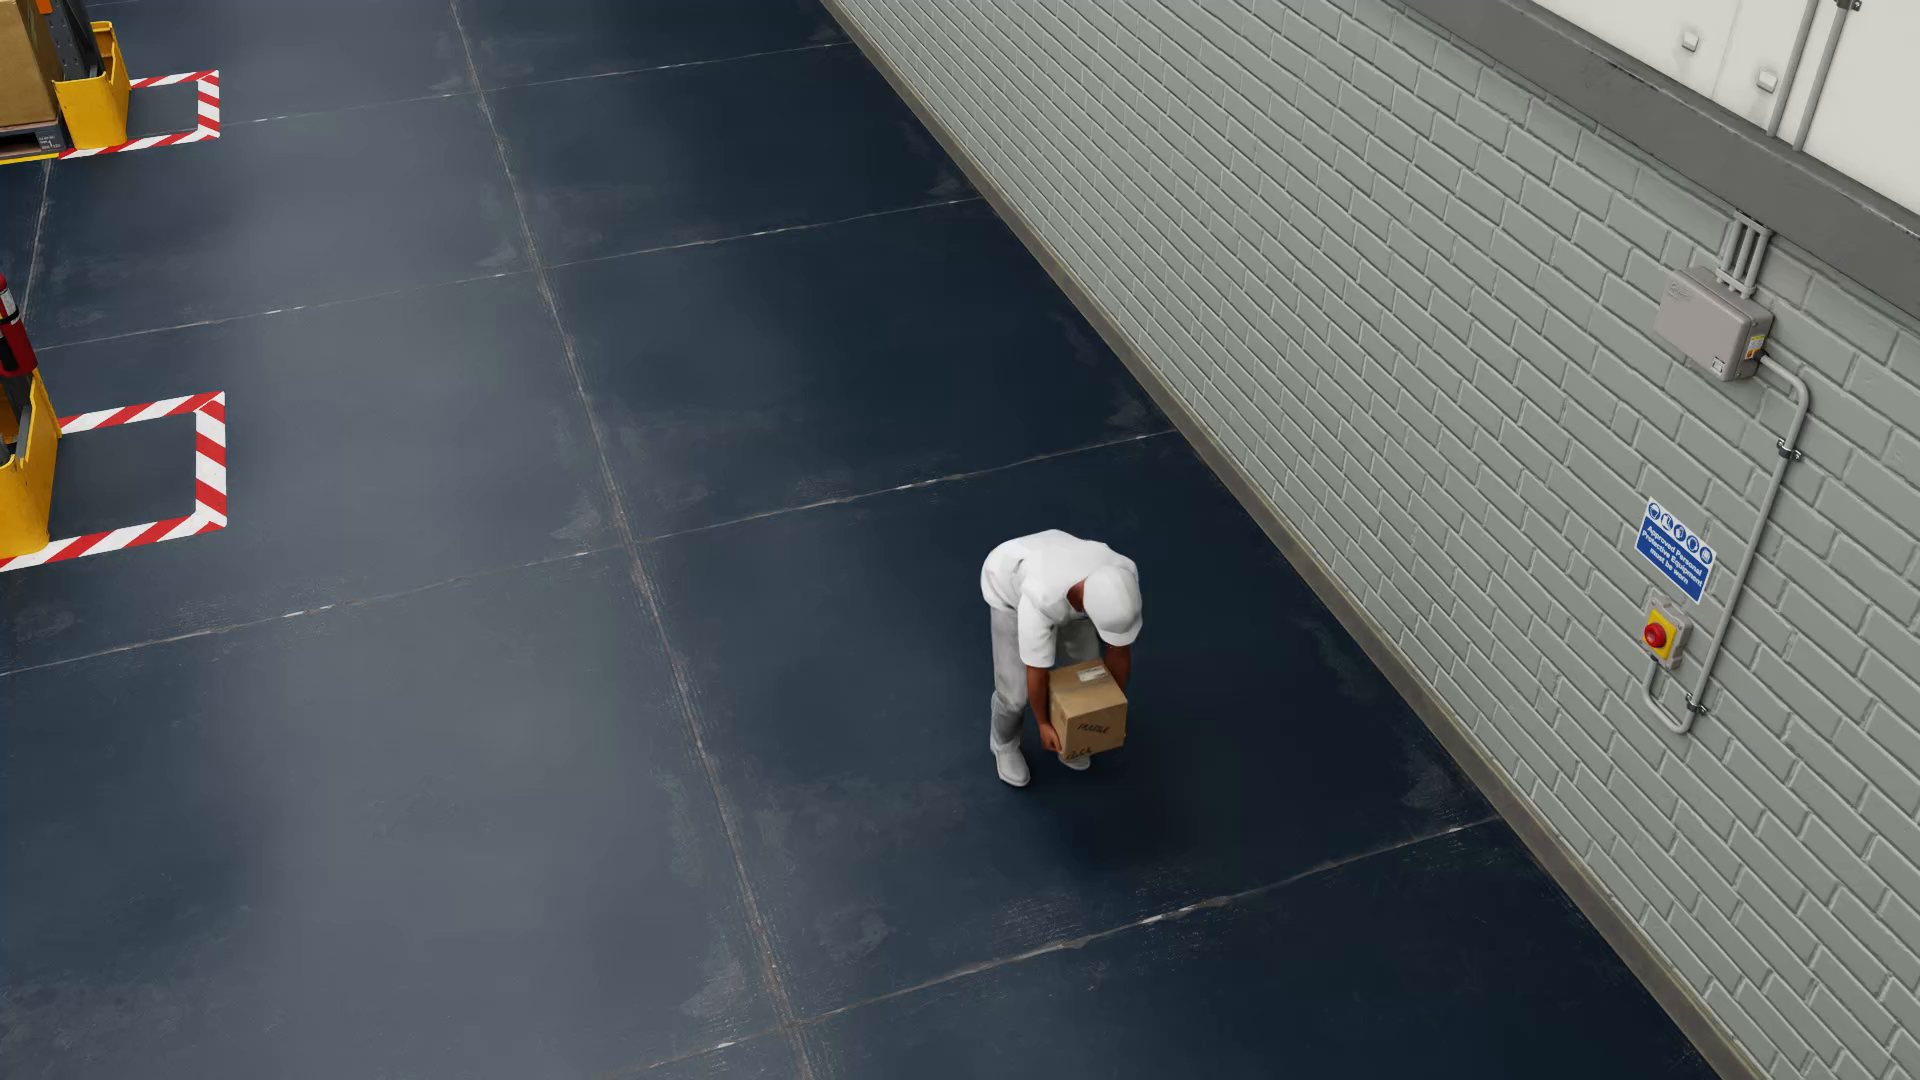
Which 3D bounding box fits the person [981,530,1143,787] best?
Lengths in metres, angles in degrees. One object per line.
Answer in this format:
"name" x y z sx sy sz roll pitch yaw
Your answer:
"person" 0.416 0.471 6.469 0.490 1.376 0.898 -14 40 -17
